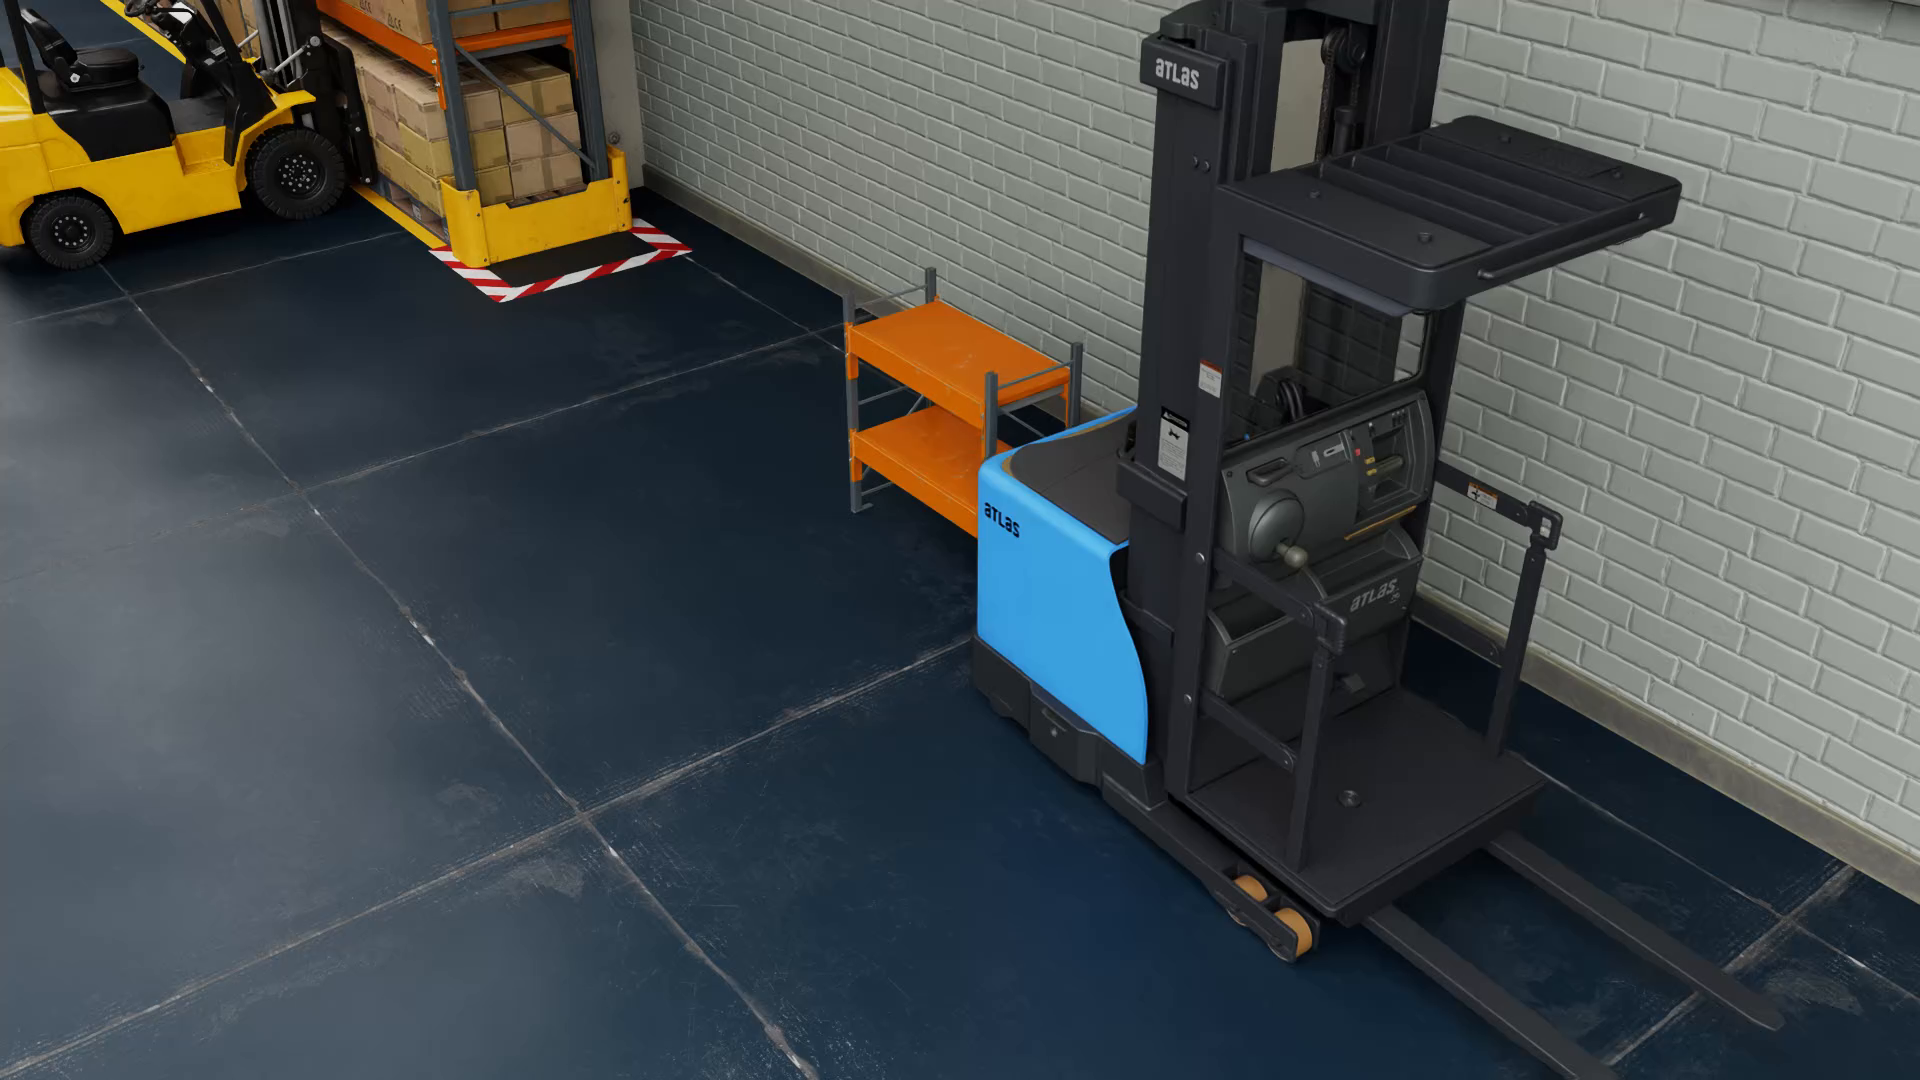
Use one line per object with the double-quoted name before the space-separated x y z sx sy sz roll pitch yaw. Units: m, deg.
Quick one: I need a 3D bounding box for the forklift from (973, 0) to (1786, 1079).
"forklift" 1.323 -0.149 5.212 1.130 2.935 3.031 -21 38 -30

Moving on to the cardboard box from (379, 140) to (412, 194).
"cardboard box" -3.577 -2.567 11.248 0.500 0.250 0.500 -22 38 -31

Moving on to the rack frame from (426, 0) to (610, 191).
"rack frame" -2.742 -3.252 10.144 1.000 3.000 0.127 -22 38 -31

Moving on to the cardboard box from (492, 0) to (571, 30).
"cardboard box" -2.826 -3.591 10.594 0.500 0.500 0.500 -21 37 -30

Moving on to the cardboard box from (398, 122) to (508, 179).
"cardboard box" -3.287 -2.577 10.790 0.500 0.250 0.500 -23 38 -32

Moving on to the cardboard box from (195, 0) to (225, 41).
"cardboard box" -5.993 -4.629 14.212 0.875 0.625 0.625 -23 38 -32

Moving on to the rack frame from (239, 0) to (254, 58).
"rack frame" -5.194 -4.919 12.828 1.000 3.000 0.127 -22 38 -31

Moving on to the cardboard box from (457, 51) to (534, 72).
"cardboard box" -3.196 -3.156 11.249 0.500 0.250 0.500 -22 38 -31

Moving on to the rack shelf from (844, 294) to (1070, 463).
"rack shelf" -0.004 -0.729 7.303 0.538 0.278 1.000 -22 38 -31

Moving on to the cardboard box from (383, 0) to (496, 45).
"cardboard box" -3.251 -3.415 10.311 0.500 0.500 0.500 -23 39 -32

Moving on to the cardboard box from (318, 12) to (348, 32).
"cardboard box" -4.526 -3.631 12.014 0.500 0.250 0.500 -21 37 -30

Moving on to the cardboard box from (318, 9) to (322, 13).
"cardboard box" -4.840 -3.835 12.342 0.500 0.250 0.500 -22 38 -31

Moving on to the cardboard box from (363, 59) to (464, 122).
"cardboard box" -3.588 -2.989 10.981 0.500 0.250 0.500 -22 38 -31

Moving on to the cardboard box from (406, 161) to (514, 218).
"cardboard box" -3.279 -2.356 10.909 0.500 0.250 0.500 -22 38 -31

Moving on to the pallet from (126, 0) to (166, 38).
"pallet" -7.173 -5.046 15.675 1.003 0.211 1.213 -22 38 -31

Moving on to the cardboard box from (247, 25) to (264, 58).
"cardboard box" -5.142 -3.841 12.825 0.500 0.250 0.500 -22 38 -32

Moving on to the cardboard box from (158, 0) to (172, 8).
"cardboard box" -6.869 -5.222 15.167 0.875 0.625 0.625 -21 37 -30

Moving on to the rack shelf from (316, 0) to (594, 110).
"rack shelf" -3.968 -3.780 11.675 1.077 0.370 4.000 -22 38 -31

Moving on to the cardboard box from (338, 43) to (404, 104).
"cardboard box" -3.905 -3.196 11.314 0.500 0.250 0.500 -22 38 -31

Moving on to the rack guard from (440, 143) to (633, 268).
"rack guard" -2.727 -2.180 10.787 1.175 0.500 0.348 -22 38 -31

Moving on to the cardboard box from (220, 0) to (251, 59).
"cardboard box" -5.523 -4.303 13.688 0.875 0.625 0.625 -20 37 -29

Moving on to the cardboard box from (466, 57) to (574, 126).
"cardboard box" -2.887 -2.949 10.916 0.500 0.250 0.500 -23 39 -32

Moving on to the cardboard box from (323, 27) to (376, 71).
"cardboard box" -4.210 -3.410 11.658 0.500 0.250 0.500 -23 39 -32

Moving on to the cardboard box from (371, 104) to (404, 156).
"cardboard box" -3.586 -2.789 11.132 0.500 0.250 0.500 -23 38 -32

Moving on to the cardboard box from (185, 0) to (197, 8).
"cardboard box" -6.456 -4.941 14.716 0.875 0.625 0.625 -24 39 -33

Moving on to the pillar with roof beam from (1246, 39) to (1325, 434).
"pillar with roof beam" -2.178 -2.489 3.229 9.100 9.000 0.400 -22 38 -31

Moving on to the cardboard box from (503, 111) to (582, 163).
"cardboard box" -2.866 -2.738 11.050 0.500 0.250 0.500 -21 38 -31

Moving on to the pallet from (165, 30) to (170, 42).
"pallet" -6.429 -4.538 14.857 1.003 0.211 1.213 -22 38 -31

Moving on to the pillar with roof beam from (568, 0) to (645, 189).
"pillar with roof beam" -5.857 -4.990 7.255 9.100 9.000 0.400 -22 38 -31

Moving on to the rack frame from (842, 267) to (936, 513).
"rack frame" -0.316 -0.693 7.799 0.500 1.125 0.032 -22 38 -31

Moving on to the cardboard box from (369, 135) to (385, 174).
"cardboard box" -3.876 -2.778 11.588 0.500 0.250 0.500 -22 38 -31

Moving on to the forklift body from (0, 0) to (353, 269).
"forklift body" -5.345 -3.092 10.690 2.313 2.155 1.214 -22 38 -31

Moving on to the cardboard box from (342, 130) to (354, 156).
"cardboard box" -4.213 -2.987 11.925 0.500 0.250 0.500 -21 38 -30

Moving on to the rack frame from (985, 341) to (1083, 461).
"rack frame" 0.308 -0.269 7.117 0.500 1.125 0.032 -22 38 -31

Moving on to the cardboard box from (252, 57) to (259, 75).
"cardboard box" -5.159 -3.621 12.945 0.500 0.250 0.500 -22 38 -31

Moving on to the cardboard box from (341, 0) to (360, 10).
"cardboard box" -3.876 -3.848 11.007 0.500 0.500 0.500 -23 39 -32

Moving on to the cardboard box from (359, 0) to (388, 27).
"cardboard box" -3.562 -3.634 10.664 0.500 0.500 0.500 -21 38 -30

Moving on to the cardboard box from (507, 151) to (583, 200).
"cardboard box" -2.888 -2.531 11.190 0.500 0.250 0.500 -22 38 -31

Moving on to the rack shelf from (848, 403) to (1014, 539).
"rack shelf" -0.004 -0.273 7.587 0.538 0.278 1.000 -22 38 -31

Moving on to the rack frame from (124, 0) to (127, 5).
"rack frame" -7.647 -6.586 15.512 1.000 3.000 0.127 -22 38 -31

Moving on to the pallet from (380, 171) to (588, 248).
"pallet" -3.244 -2.373 11.371 1.003 0.211 1.213 -22 38 -31

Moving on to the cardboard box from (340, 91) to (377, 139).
"cardboard box" -3.919 -2.998 11.468 0.500 0.250 0.500 -23 39 -32

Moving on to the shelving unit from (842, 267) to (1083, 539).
"shelving unit" -0.004 -0.481 7.458 0.538 1.125 1.048 -22 38 -31

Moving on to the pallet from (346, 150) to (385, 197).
"pallet" -3.988 -2.881 12.189 1.003 0.211 1.213 -22 38 -31

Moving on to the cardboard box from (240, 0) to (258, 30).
"cardboard box" -5.146 -4.051 12.690 0.500 0.250 0.500 -23 39 -32

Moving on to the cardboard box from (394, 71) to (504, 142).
"cardboard box" -3.270 -2.778 10.641 0.500 0.250 0.500 -21 37 -30

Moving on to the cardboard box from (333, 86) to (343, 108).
"cardboard box" -4.223 -3.207 11.805 0.500 0.250 0.500 -22 38 -32
